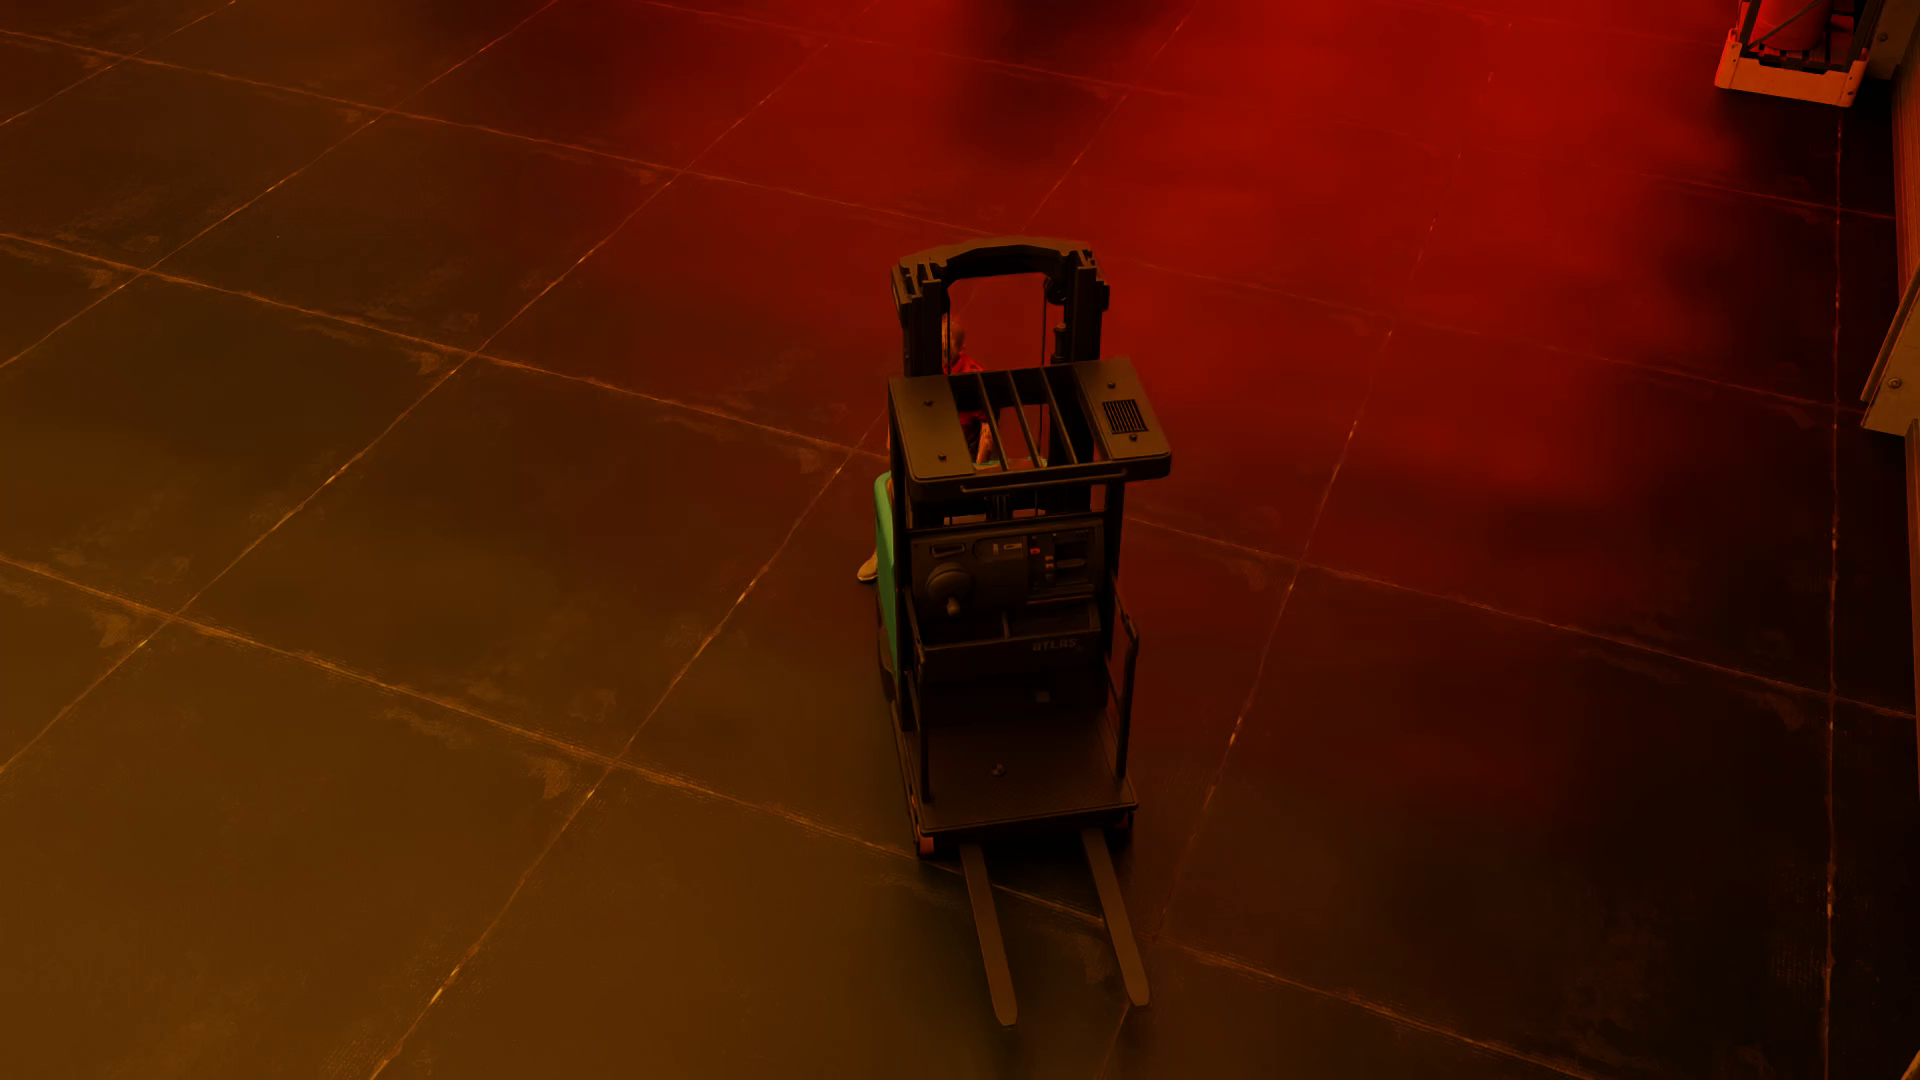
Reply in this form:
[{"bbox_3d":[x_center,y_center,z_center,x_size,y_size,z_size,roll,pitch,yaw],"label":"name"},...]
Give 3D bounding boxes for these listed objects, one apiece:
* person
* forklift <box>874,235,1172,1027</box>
[{"bbox_3d":[-0.185,-0.443,9.510,0.695,1.686,0.679,27,47,29],"label":"person"},{"bbox_3d":[0.269,0.209,7.756,1.130,2.935,3.031,-6,40,-7],"label":"forklift"}]
